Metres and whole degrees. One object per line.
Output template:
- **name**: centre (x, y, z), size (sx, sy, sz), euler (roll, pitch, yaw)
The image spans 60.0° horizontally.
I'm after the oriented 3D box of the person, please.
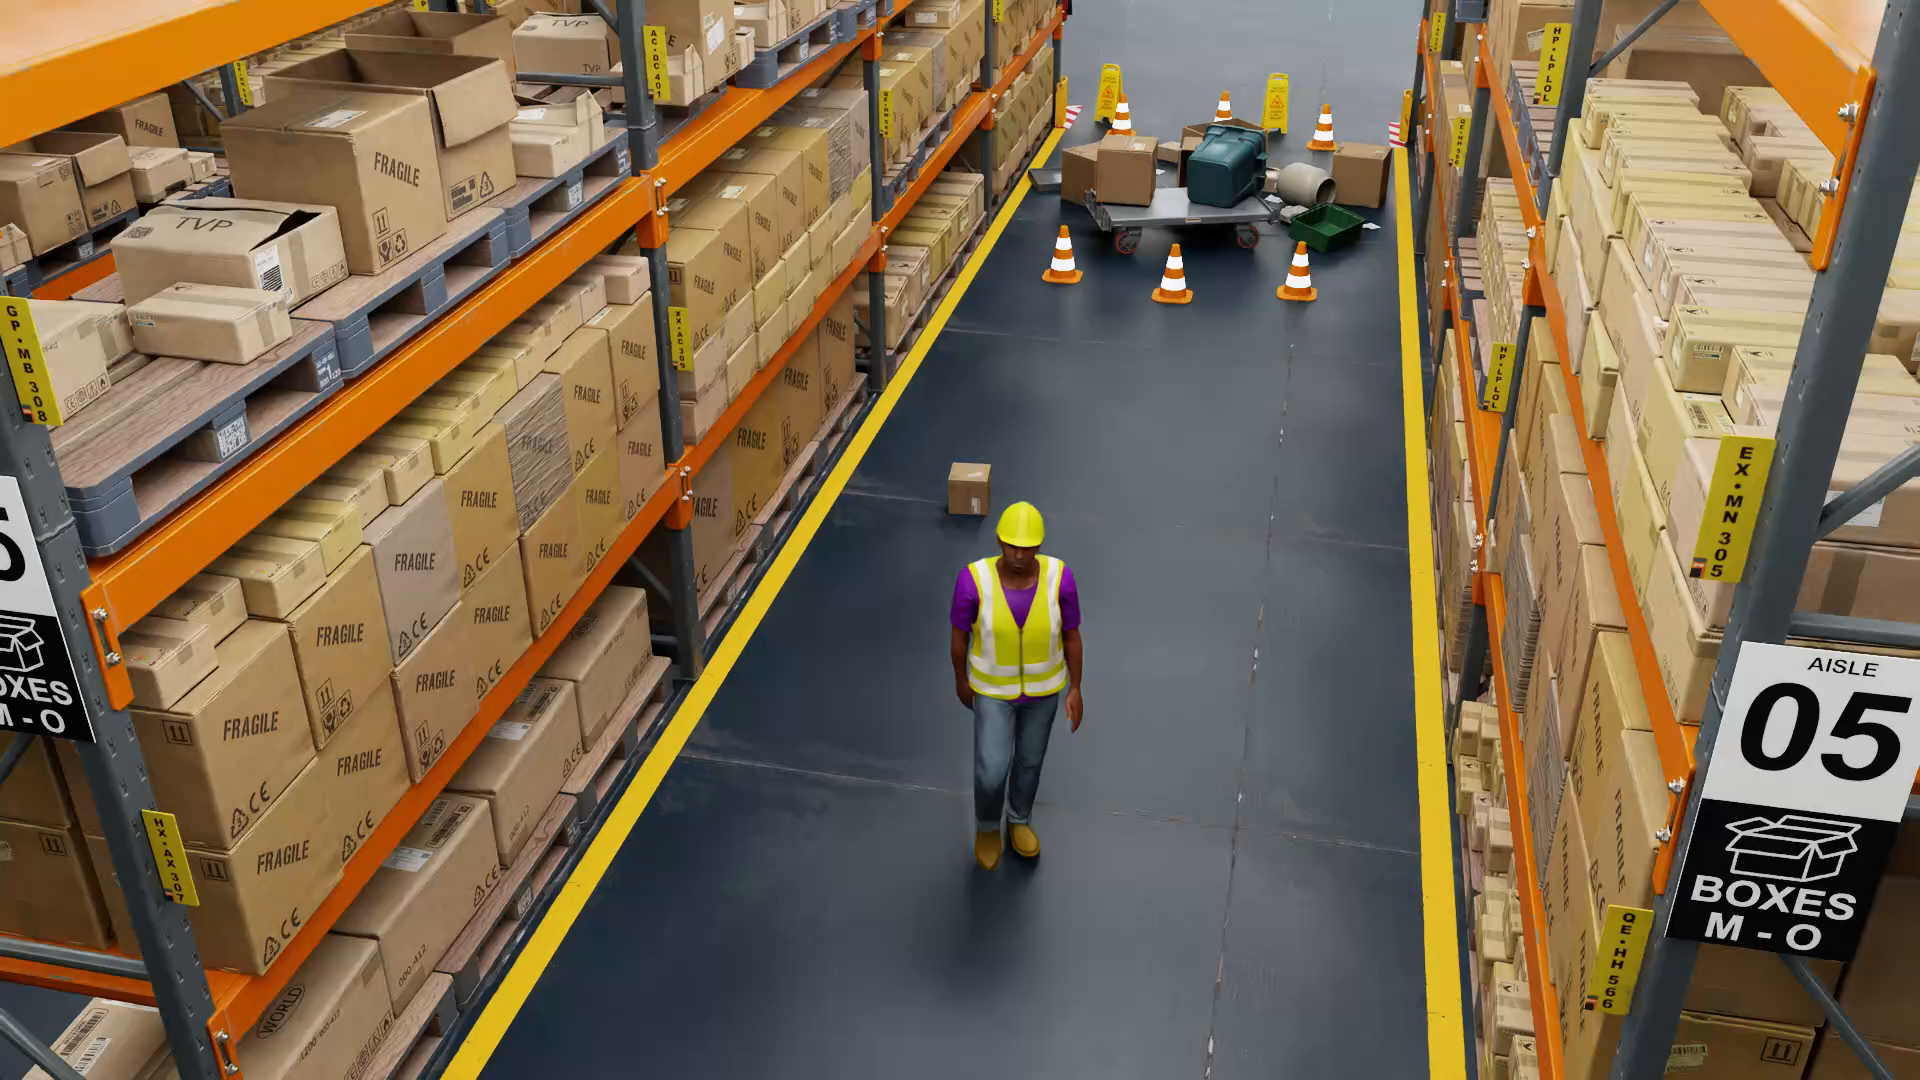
- **person**: centre (0.261, 0.686, 7.324), size (0.568, 1.799, 0.476), euler (-4, 29, -7)
